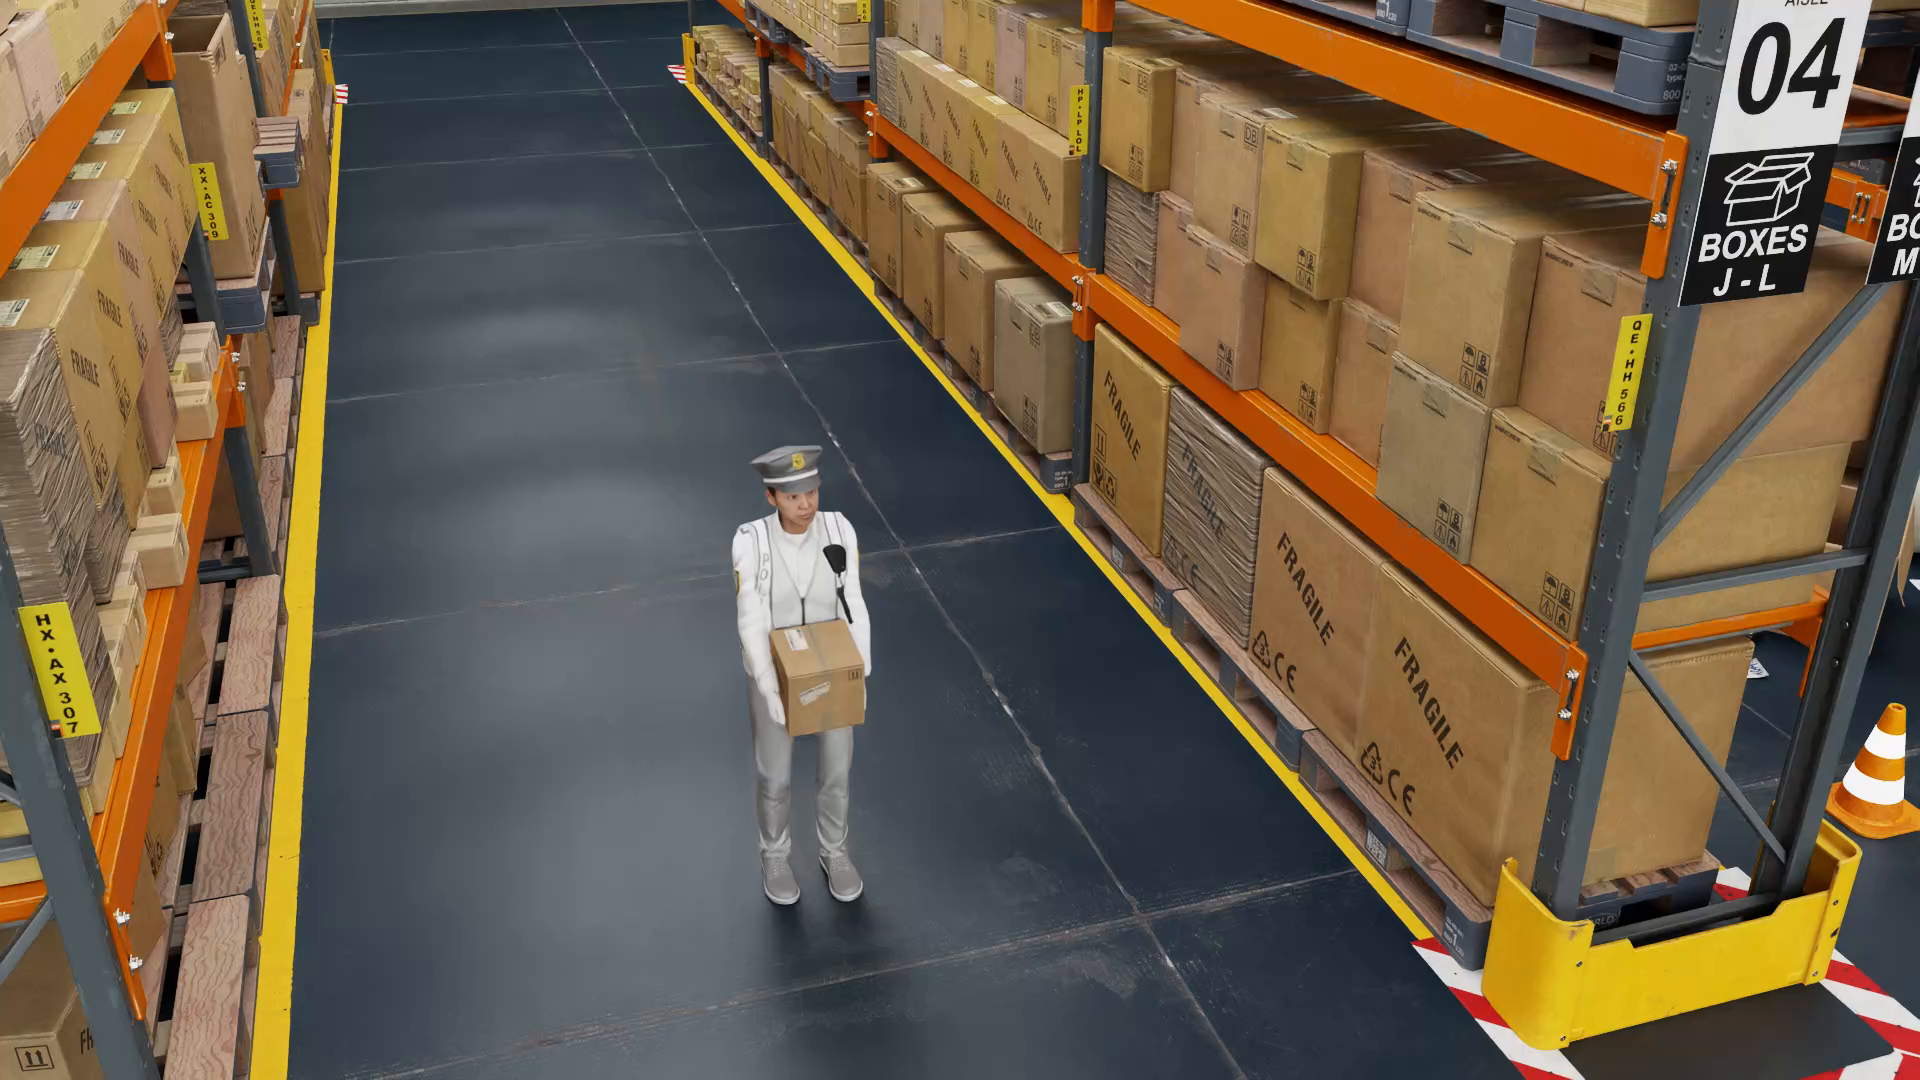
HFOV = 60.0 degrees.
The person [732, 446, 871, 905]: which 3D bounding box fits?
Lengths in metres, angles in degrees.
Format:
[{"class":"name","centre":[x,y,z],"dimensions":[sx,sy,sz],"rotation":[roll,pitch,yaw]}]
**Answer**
[{"class":"person","centre":[-0.517,0.489,5.612],"dimensions":[0.433,1.691,0.515],"rotation":[-9,28,-17]}]
